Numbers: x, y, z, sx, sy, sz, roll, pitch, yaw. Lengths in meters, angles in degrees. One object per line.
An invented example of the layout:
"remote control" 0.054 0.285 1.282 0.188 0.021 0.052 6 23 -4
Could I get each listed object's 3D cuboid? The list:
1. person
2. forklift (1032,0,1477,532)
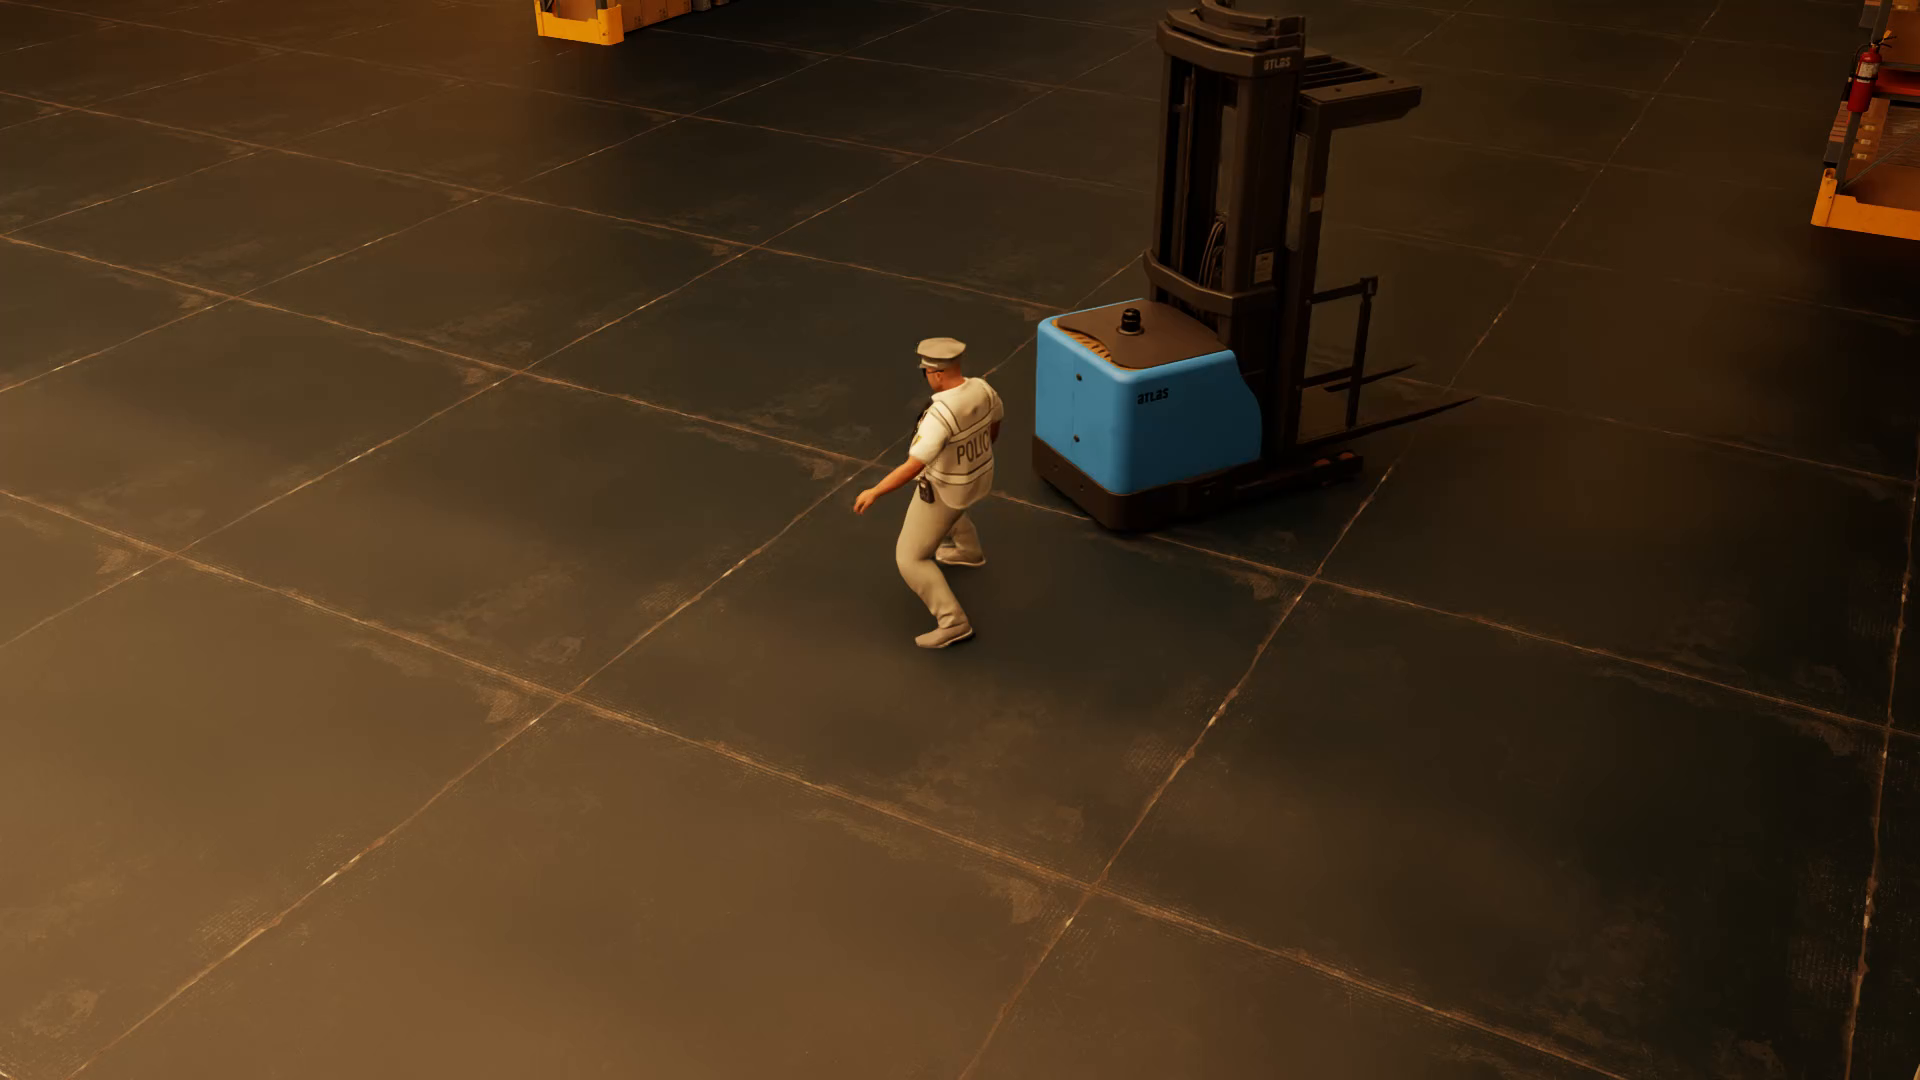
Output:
"person" -0.093 -0.320 8.978 0.671 1.634 0.972 21 36 31
"forklift" 2.005 -1.835 10.250 3.031 2.935 1.130 -15 33 -24
